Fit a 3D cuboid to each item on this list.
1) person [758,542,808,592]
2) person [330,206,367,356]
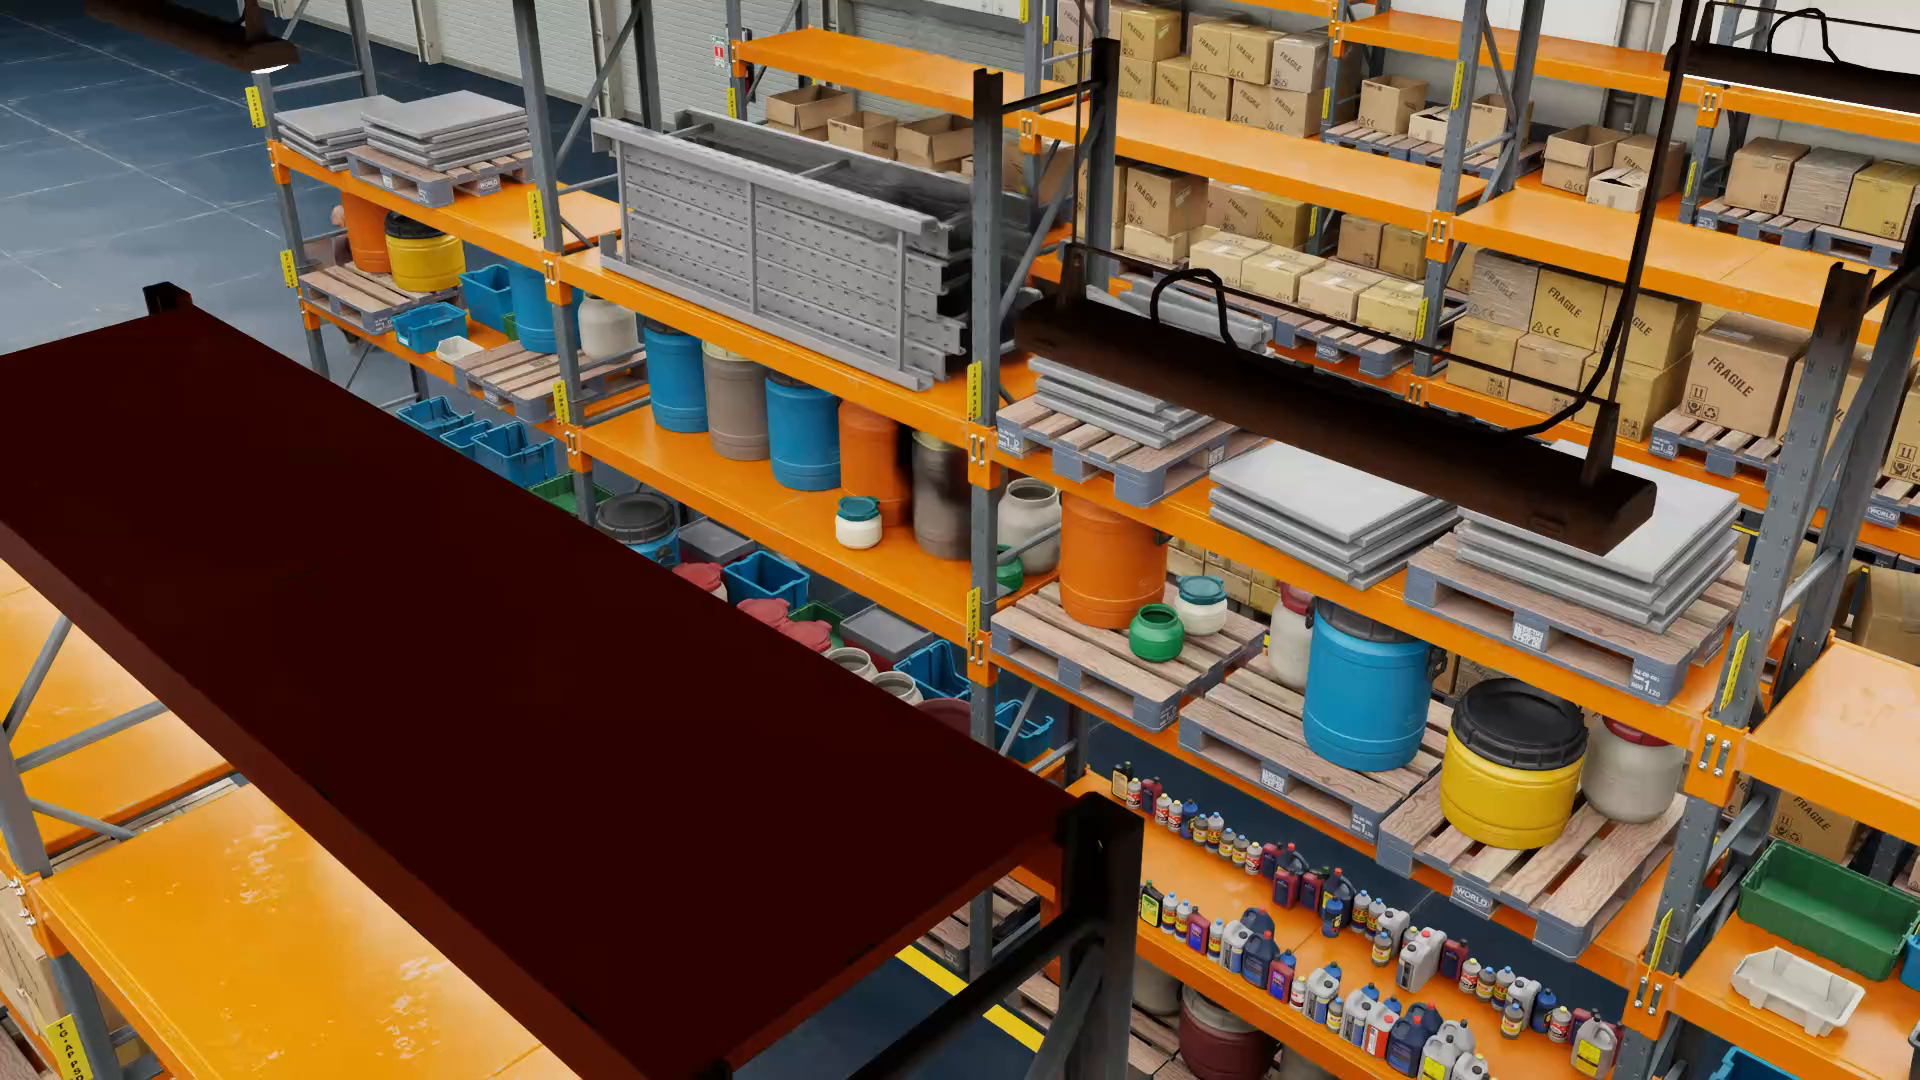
[{"bbox_3d":[-1.715,-0.272,14.948,0.783,1.832,0.664,22,36,33],"label":"person"},{"bbox_3d":[-7.311,-3.115,19.981,0.811,1.834,0.672,-12,31,-20],"label":"person"}]
